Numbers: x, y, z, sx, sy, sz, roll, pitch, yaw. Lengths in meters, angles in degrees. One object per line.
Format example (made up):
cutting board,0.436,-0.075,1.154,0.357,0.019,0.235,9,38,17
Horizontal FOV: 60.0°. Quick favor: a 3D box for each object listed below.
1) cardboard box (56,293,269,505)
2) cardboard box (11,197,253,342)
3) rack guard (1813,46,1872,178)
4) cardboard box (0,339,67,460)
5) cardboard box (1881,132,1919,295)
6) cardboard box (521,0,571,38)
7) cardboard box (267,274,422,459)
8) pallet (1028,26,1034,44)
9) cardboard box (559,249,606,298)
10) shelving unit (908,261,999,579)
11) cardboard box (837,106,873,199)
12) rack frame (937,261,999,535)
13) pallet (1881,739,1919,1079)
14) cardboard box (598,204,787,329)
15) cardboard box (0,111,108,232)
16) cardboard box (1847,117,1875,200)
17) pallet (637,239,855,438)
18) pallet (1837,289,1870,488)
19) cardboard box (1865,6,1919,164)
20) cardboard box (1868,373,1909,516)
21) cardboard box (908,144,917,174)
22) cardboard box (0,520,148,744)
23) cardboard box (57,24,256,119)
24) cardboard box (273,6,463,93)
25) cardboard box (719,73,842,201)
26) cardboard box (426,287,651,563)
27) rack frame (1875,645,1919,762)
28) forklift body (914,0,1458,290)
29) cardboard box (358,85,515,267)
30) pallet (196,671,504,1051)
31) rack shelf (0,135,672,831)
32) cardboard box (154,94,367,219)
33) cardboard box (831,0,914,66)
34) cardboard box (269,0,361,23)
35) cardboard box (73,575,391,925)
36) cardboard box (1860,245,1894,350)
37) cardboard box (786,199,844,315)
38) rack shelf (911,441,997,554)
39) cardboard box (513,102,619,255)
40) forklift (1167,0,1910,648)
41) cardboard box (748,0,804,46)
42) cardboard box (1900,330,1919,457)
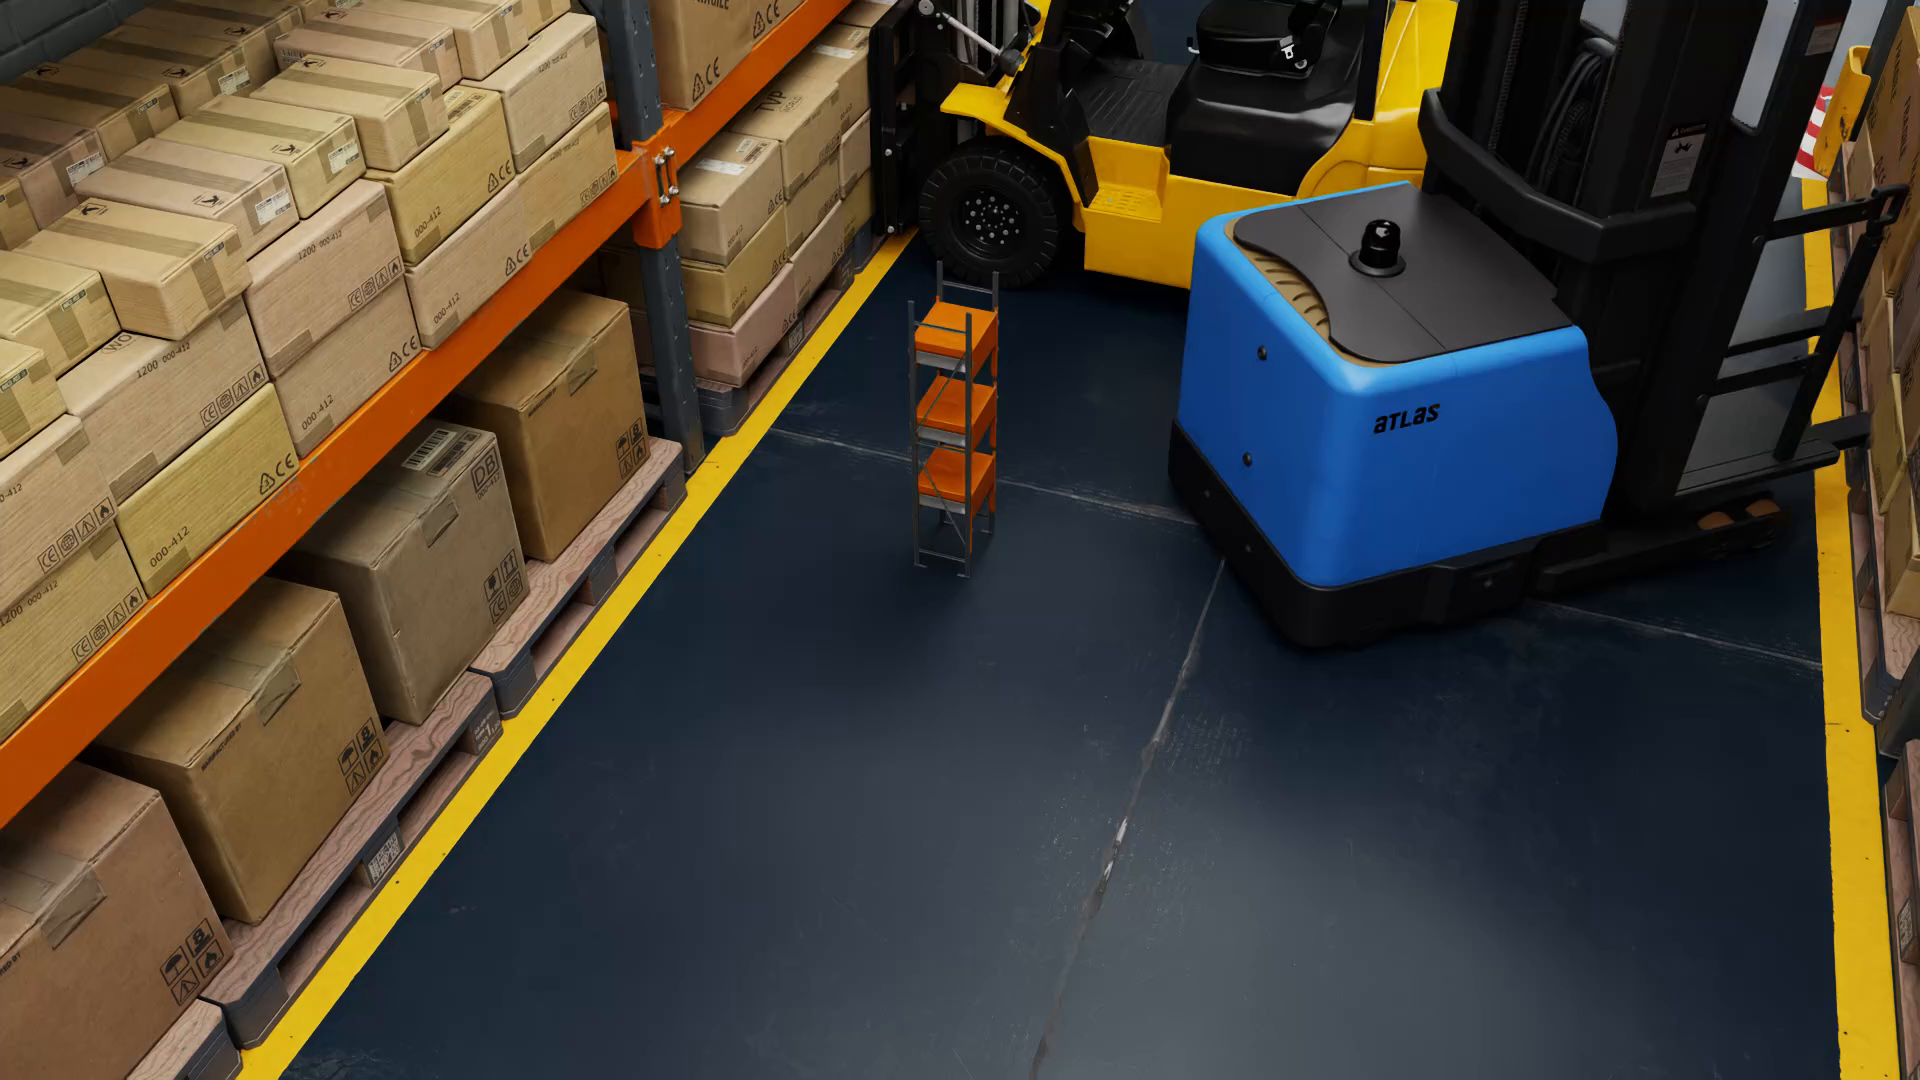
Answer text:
cardboard box,-1.890,-0.365,3.597,0.500,0.250,0.500,14,42,16
cardboard box,-1.758,-0.580,3.541,0.380,0.149,0.250,12,42,14
rack guard,4.585,-1.860,7.545,1.175,0.500,0.348,13,42,15
cardboard box,-1.973,-0.281,3.191,0.380,0.149,0.250,14,42,16
cardboard box,3.714,-1.187,6.048,0.500,0.500,0.500,14,42,16
cardboard box,-1.331,-1.544,4.672,0.380,0.149,0.250,15,43,17
cardboard box,-1.714,-0.491,4.130,0.500,0.250,0.500,14,42,15
pallet,-0.277,-2.420,8.424,1.003,0.211,1.213,13,42,15
cardboard box,-1.449,-1.163,6.212,0.500,0.250,0.500,12,42,14
shelving unit,-0.018,-0.367,5.371,0.215,1.050,0.252,13,42,15
cardboard box,-0.614,-1.659,6.793,0.500,0.250,0.500,13,42,15
rack frame,0.023,-0.441,5.458,0.200,1.050,0.008,13,42,15
pallet,2.978,1.118,4.277,1.003,0.211,1.213,13,42,15
cardboard box,-0.967,-1.048,6.077,0.500,0.250,0.500,13,42,15
cardboard box,-2.230,-0.869,3.881,0.380,0.149,0.250,13,42,15
cardboard box,4.075,-1.541,7.040,0.500,0.250,0.500,13,42,15
pallet,-1.111,-0.932,6.680,1.003,0.211,1.213,13,42,15
pallet,3.855,-0.521,6.198,1.003,0.211,1.213,13,42,15
cardboard box,4.068,-1.811,6.779,0.500,0.500,0.500,12,42,14
cardboard box,3.365,-0.279,5.561,0.500,0.250,0.500,12,42,14
cardboard box,-0.434,-1.788,7.329,0.500,0.250,0.500,15,43,16
cardboard box,-2.063,0.142,3.388,0.500,0.250,0.500,12,42,14
cardboard box,-2.039,-1.171,4.234,0.380,0.149,0.250,13,42,15
cardboard box,-1.535,-1.245,4.322,0.380,0.149,0.250,13,42,15
cardboard box,-0.778,-1.546,6.276,0.500,0.250,0.500,13,42,15
cardboard box,-1.590,-0.453,5.476,0.875,0.625,0.625,15,43,17
rack frame,3.243,-0.418,3.929,1.000,3.000,0.127,13,42,15
forklift body,1.011,-2.072,6.522,2.313,2.155,1.214,13,42,15
cardboard box,-1.519,-0.979,4.316,0.500,0.250,0.500,12,42,14
pallet,-2.053,0.748,4.710,1.003,0.211,1.213,13,42,15
rack shelf,-2.107,-0.024,4.021,1.077,0.370,4.000,13,42,15
cardboard box,-1.649,-0.910,3.928,0.380,0.149,0.250,12,42,14
cardboard box,-0.432,-2.171,7.008,0.500,0.250,0.500,12,42,14
cardboard box,-1.885,-1.483,4.601,0.380,0.149,0.250,12,42,14
cardboard box,-2.118,0.478,4.385,0.875,0.625,0.625,12,42,13
cardboard box,3.719,-0.895,6.283,0.500,0.250,0.500,16,43,18
cardboard box,-0.787,-1.166,6.600,0.500,0.250,0.500,12,42,14
rack shelf,-0.018,-0.147,5.558,0.215,0.259,0.240,13,42,15
cardboard box,-1.349,-1.095,4.838,0.500,0.250,0.500,14,42,16
forklift,2.311,-1.356,5.081,3.031,2.935,1.130,-13,42,-15
cardboard box,-0.863,-2.089,5.811,0.500,0.500,0.500,14,42,16
cardboard box,3.366,-0.548,5.298,0.500,0.500,0.500,14,42,16
